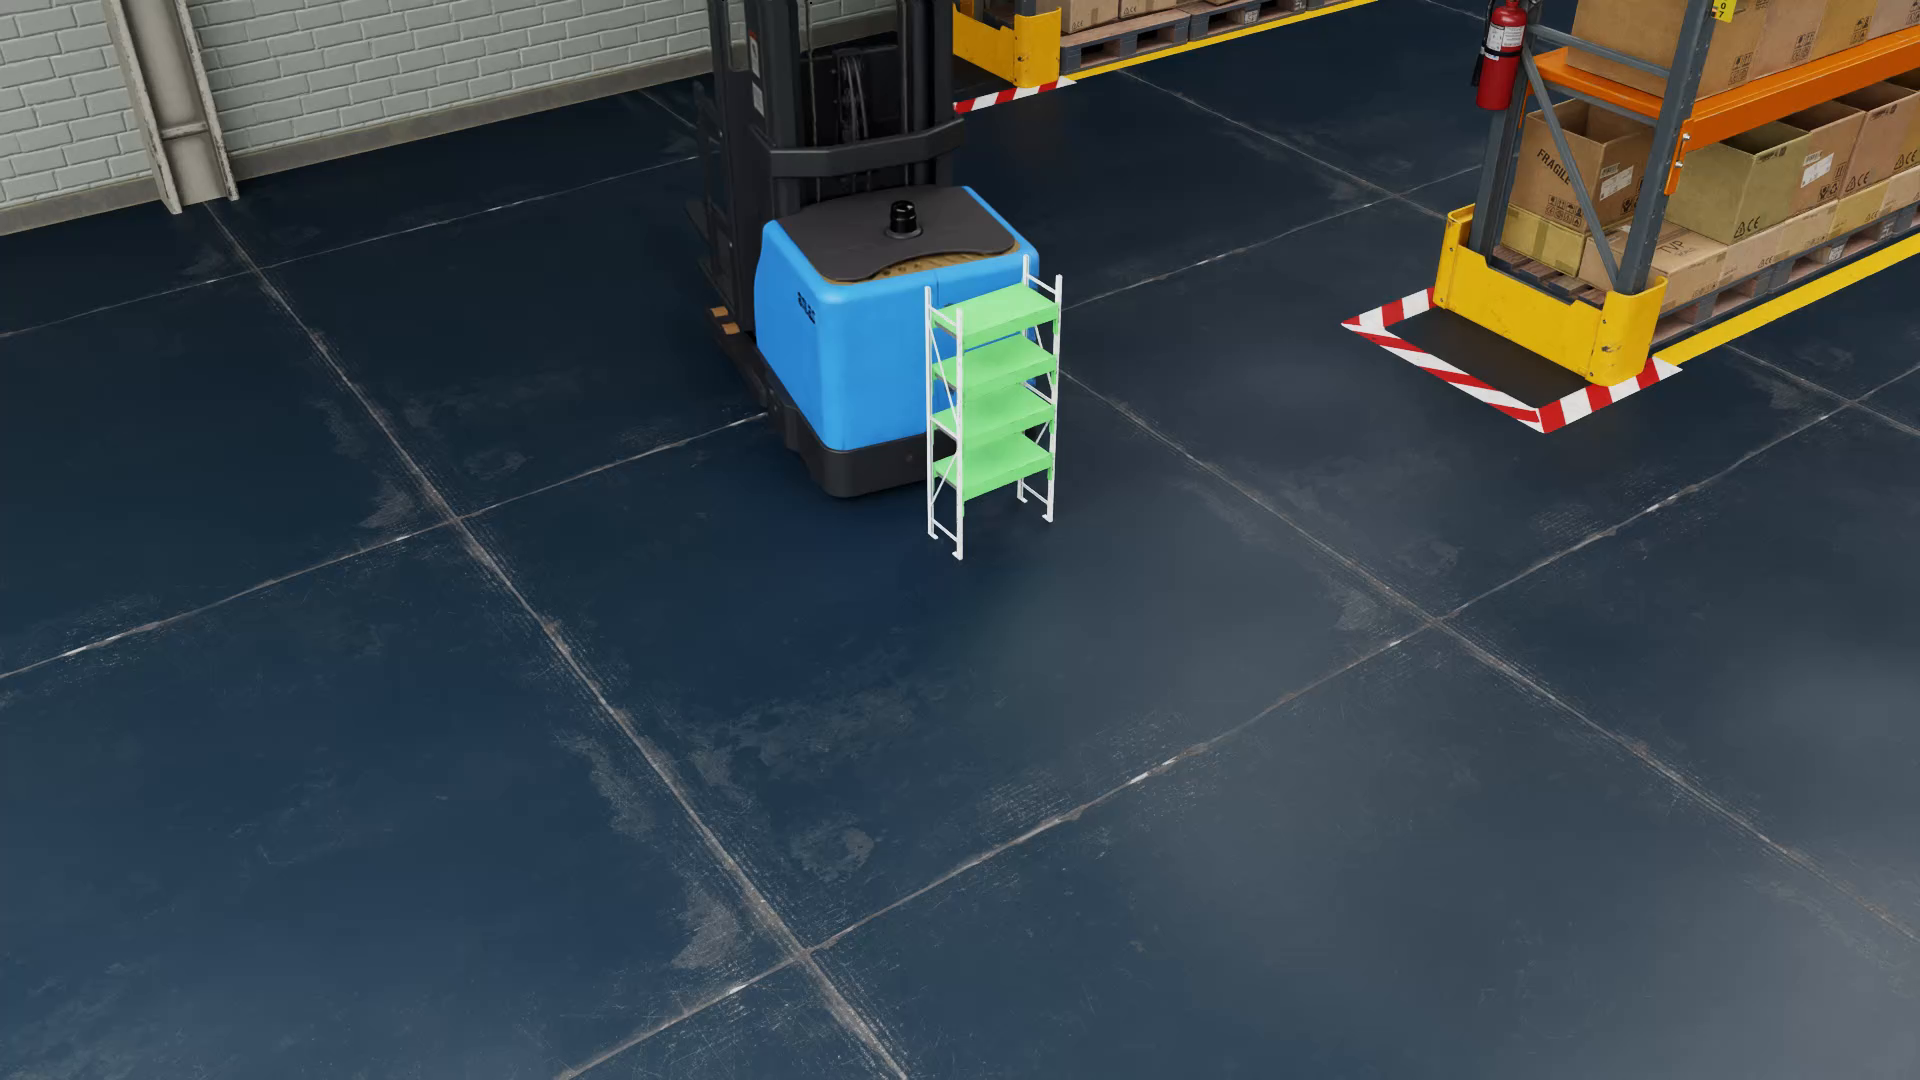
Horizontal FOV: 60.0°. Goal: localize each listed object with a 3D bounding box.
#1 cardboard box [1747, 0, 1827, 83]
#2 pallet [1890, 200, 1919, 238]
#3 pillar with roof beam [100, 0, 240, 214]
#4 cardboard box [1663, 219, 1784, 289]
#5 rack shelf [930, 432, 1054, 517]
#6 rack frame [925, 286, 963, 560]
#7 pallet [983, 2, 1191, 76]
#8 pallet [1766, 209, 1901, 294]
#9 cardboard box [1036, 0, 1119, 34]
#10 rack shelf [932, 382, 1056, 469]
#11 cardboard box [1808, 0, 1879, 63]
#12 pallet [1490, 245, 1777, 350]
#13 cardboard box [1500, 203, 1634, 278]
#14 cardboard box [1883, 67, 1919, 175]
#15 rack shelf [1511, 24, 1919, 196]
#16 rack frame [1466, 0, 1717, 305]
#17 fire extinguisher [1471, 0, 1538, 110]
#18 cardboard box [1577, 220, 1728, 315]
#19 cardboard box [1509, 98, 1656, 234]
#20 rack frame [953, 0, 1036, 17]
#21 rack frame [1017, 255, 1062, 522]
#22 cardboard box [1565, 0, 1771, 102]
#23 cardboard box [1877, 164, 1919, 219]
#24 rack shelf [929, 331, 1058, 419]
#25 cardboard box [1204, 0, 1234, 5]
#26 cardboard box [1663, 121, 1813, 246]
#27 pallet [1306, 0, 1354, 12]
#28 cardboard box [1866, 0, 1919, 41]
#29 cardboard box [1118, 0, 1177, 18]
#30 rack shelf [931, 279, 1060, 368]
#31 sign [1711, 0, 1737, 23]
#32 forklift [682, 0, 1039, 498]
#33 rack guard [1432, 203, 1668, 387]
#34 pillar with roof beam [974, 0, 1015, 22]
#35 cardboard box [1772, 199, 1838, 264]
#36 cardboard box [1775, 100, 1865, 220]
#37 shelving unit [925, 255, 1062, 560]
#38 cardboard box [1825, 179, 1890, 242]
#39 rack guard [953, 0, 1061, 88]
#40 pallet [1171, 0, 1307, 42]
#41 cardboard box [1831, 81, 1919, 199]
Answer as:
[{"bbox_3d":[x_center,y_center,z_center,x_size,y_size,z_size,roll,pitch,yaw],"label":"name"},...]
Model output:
[{"bbox_3d":[3.861,-2.685,8.329,0.500,0.500,0.700,-21,41,-27],"label":"cardboard box"},{"bbox_3d":[5.641,-2.280,10.240,1.213,0.211,1.003,-22,41,-28],"label":"pallet"},{"bbox_3d":[-2.162,-3.688,4.671,0.400,9.000,9.100,-22,41,-28],"label":"pillar with roof beam"},{"bbox_3d":[4.019,-1.613,8.919,0.500,0.250,0.500,-22,41,-28],"label":"cardboard box"},{"bbox_3d":[0.135,-0.296,7.155,0.480,0.148,0.258,-22,41,-28],"label":"rack shelf"},{"bbox_3d":[-0.064,-0.461,6.863,0.015,1.200,0.240,-22,41,-28],"label":"rack frame"},{"bbox_3d":[0.935,-3.827,12.391,1.213,0.211,1.003,-22,41,-28],"label":"pallet"},{"bbox_3d":[4.643,-1.868,9.666,1.213,0.211,1.003,-22,41,-28],"label":"pallet"},{"bbox_3d":[0.806,-3.954,12.105,0.500,0.311,0.500,-28,44,-33],"label":"cardboard box"},{"bbox_3d":[0.135,-0.491,7.014,0.480,0.148,0.258,-22,41,-28],"label":"rack shelf"},{"bbox_3d":[4.270,-2.849,8.557,0.500,0.500,0.700,-22,41,-28],"label":"cardboard box"},{"bbox_3d":[3.646,-1.460,9.099,1.213,0.211,1.003,-22,41,-28],"label":"pallet"},{"bbox_3d":[3.314,-1.690,9.026,0.500,0.250,0.500,-22,41,-28],"label":"cardboard box"},{"bbox_3d":[5.240,-2.426,9.407,0.500,0.500,0.500,-22,41,-28],"label":"cardboard box"},{"bbox_3d":[4.680,-2.695,9.044,4.000,0.370,1.077,-22,41,-28],"label":"rack shelf"},{"bbox_3d":[3.045,-2.314,7.899,0.127,3.000,1.000,-22,41,-28],"label":"rack frame"},{"bbox_3d":[2.681,-2.465,8.175,0.183,0.674,0.296,-22,41,-28],"label":"fire extinguisher"},{"bbox_3d":[3.612,-1.443,8.682,0.500,0.250,0.500,-22,41,-28],"label":"cardboard box"},{"bbox_3d":[3.312,-1.996,8.809,0.500,0.500,0.500,-22,41,-28],"label":"cardboard box"},{"bbox_3d":[0.189,-4.677,11.185,0.127,3.000,1.000,-22,41,-28],"label":"rack frame"},{"bbox_3d":[0.335,-0.625,7.091,0.015,1.200,0.240,-22,41,-28],"label":"rack frame"},{"bbox_3d":[3.434,-2.506,8.080,0.500,0.500,0.700,-22,41,-28],"label":"cardboard box"},{"bbox_3d":[5.247,-2.115,9.617,0.500,0.250,0.500,-22,41,-28],"label":"cardboard box"},{"bbox_3d":[0.135,-0.686,6.874,0.480,0.148,0.258,-22,41,-28],"label":"rack shelf"},{"bbox_3d":[1.901,-4.446,12.626,0.500,0.500,0.700,-25,43,-31],"label":"cardboard box"},{"bbox_3d":[4.020,-1.916,8.699,0.500,0.500,0.500,-22,41,-28],"label":"cardboard box"},{"bbox_3d":[2.930,-4.648,13.532,1.213,0.211,1.003,-22,41,-28],"label":"pallet"},{"bbox_3d":[4.698,-3.028,8.806,0.500,0.500,0.700,-21,41,-27],"label":"cardboard box"},{"bbox_3d":[1.272,-4.146,12.372,0.500,0.311,0.500,-19,40,-24],"label":"cardboard box"},{"bbox_3d":[0.135,-0.881,6.734,0.480,0.148,0.258,-22,41,-28],"label":"rack shelf"},{"bbox_3d":[3.360,-2.431,7.252,0.005,0.325,0.100,-22,41,-28],"label":"sign"},{"bbox_3d":[-0.689,-2.233,7.844,1.130,2.935,3.031,-14,38,-19],"label":"forklift"},{"bbox_3d":[3.026,-1.292,8.618,0.348,0.500,1.175,-22,41,-28],"label":"rack guard"},{"bbox_3d":[2.743,-5.707,7.478,0.400,9.000,9.100,-22,41,-28],"label":"pillar with roof beam"},{"bbox_3d":[4.427,-1.781,9.152,0.500,0.250,0.500,-22,41,-28],"label":"cardboard box"},{"bbox_3d":[4.421,-2.091,8.941,0.500,0.500,0.500,-22,41,-28],"label":"cardboard box"},{"bbox_3d":[0.135,-0.543,6.977,0.503,1.200,0.258,-22,41,-28],"label":"shelving unit"},{"bbox_3d":[4.839,-1.947,9.383,0.500,0.250,0.500,-22,41,-28],"label":"cardboard box"},{"bbox_3d":[0.251,-3.688,11.950,0.348,0.500,1.175,-22,41,-28],"label":"rack guard"},{"bbox_3d":[1.932,-4.235,12.958,1.213,0.211,1.003,-22,41,-28],"label":"pallet"},{"bbox_3d":[4.840,-2.251,9.163,0.500,0.500,0.500,-22,41,-28],"label":"cardboard box"}]
